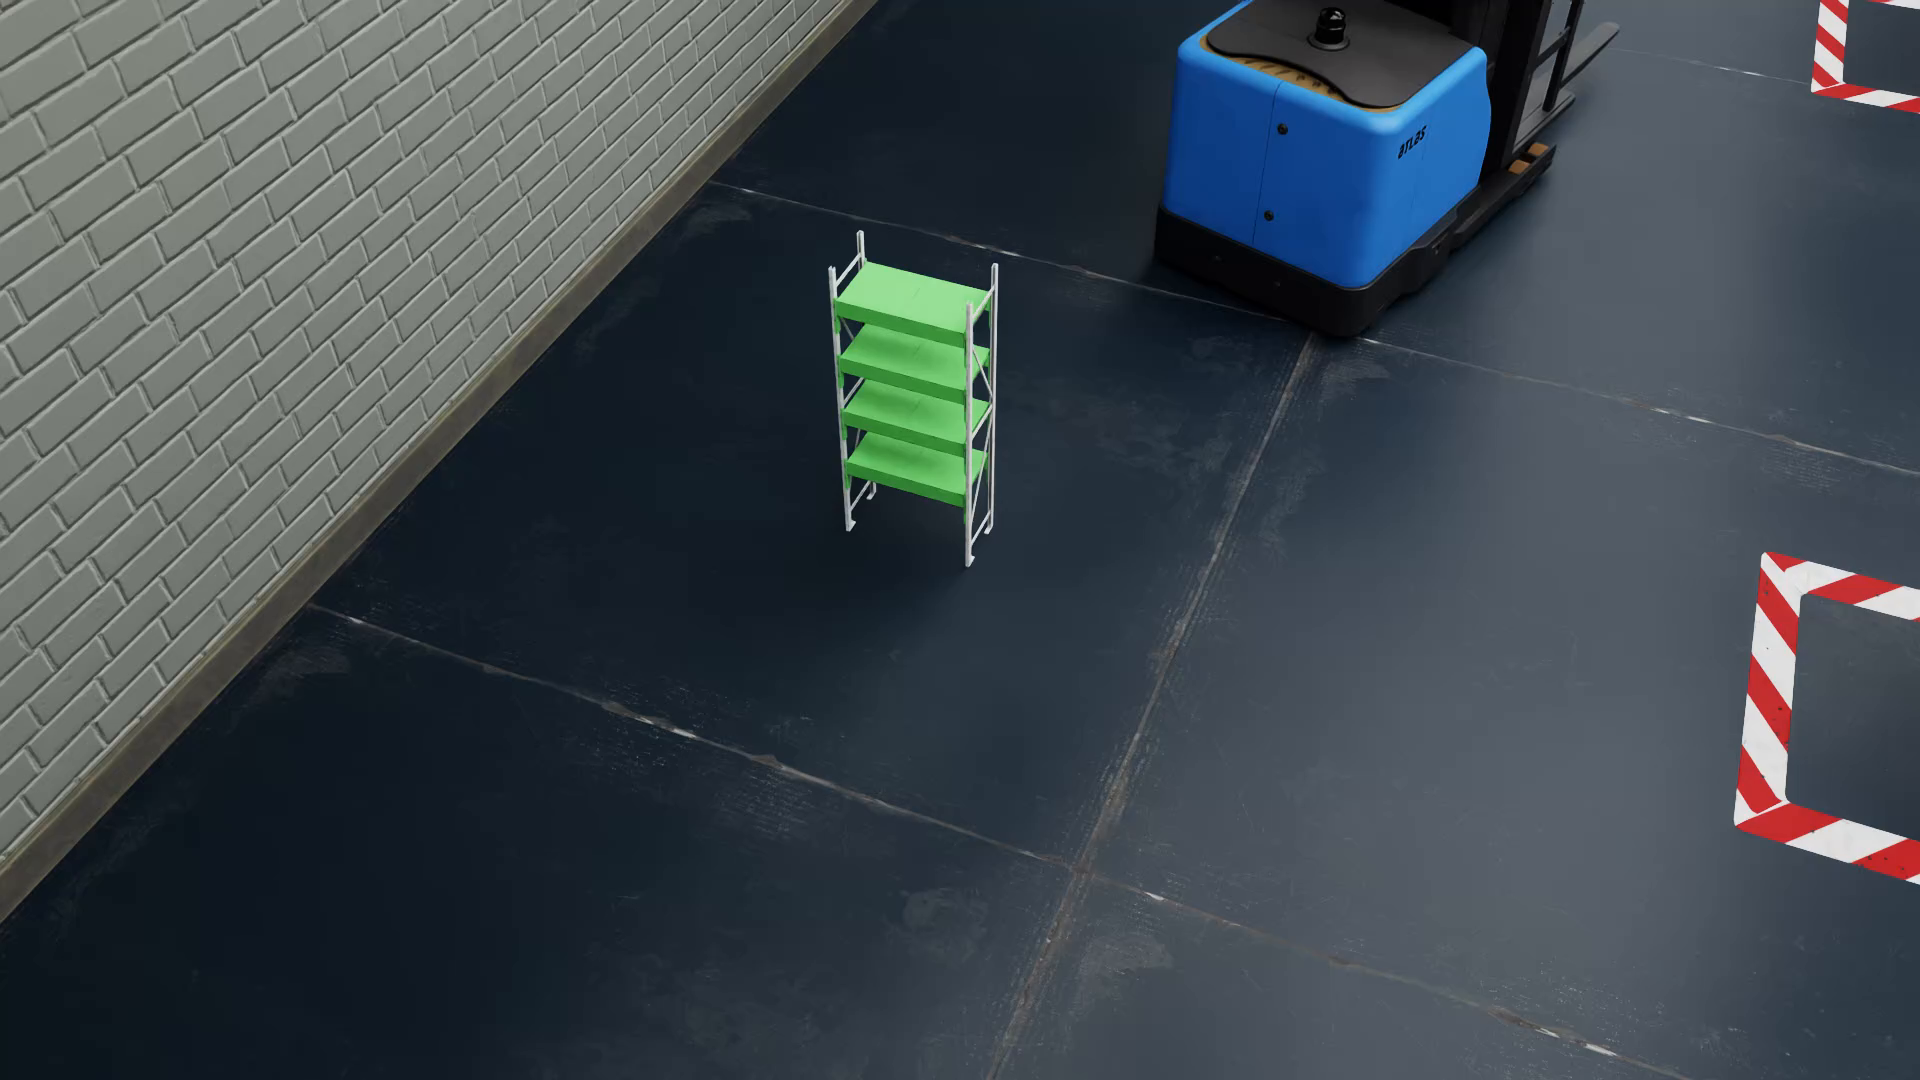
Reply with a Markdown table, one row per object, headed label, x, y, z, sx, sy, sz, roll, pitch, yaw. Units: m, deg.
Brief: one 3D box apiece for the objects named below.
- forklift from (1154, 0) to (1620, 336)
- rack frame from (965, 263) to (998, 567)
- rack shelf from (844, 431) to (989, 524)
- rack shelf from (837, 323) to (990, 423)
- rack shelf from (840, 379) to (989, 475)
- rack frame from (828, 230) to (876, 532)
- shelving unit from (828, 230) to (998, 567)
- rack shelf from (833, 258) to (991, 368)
| label | x | y | z | sx | sy | sz | roll | pitch | yaw |
| --- | --- | --- | --- | --- | --- | --- | --- | --- | --- |
| forklift | 2.197 | -2.874 | 7.061 | 1.130 | 2.935 | 3.031 | 30 | 52 | 27 |
| rack frame | 0.072 | -0.404 | 5.805 | 0.015 | 1.200 | 0.240 | 16 | 47 | 16 |
| rack shelf | -0.153 | -0.255 | 6.086 | 0.480 | 0.148 | 0.258 | 16 | 47 | 16 |
| rack shelf | -0.153 | -0.595 | 5.748 | 0.480 | 0.148 | 0.258 | 16 | 47 | 16 |
| rack shelf | -0.153 | -0.425 | 5.917 | 0.480 | 0.148 | 0.258 | 16 | 47 | 16 |
| rack frame | -0.378 | -0.537 | 5.939 | 0.015 | 1.200 | 0.240 | 16 | 47 | 16 |
| shelving unit | -0.153 | -0.470 | 5.872 | 0.503 | 1.200 | 0.258 | 16 | 47 | 16 |
| rack shelf | -0.153 | -0.765 | 5.579 | 0.480 | 0.148 | 0.258 | 16 | 47 | 16 |
